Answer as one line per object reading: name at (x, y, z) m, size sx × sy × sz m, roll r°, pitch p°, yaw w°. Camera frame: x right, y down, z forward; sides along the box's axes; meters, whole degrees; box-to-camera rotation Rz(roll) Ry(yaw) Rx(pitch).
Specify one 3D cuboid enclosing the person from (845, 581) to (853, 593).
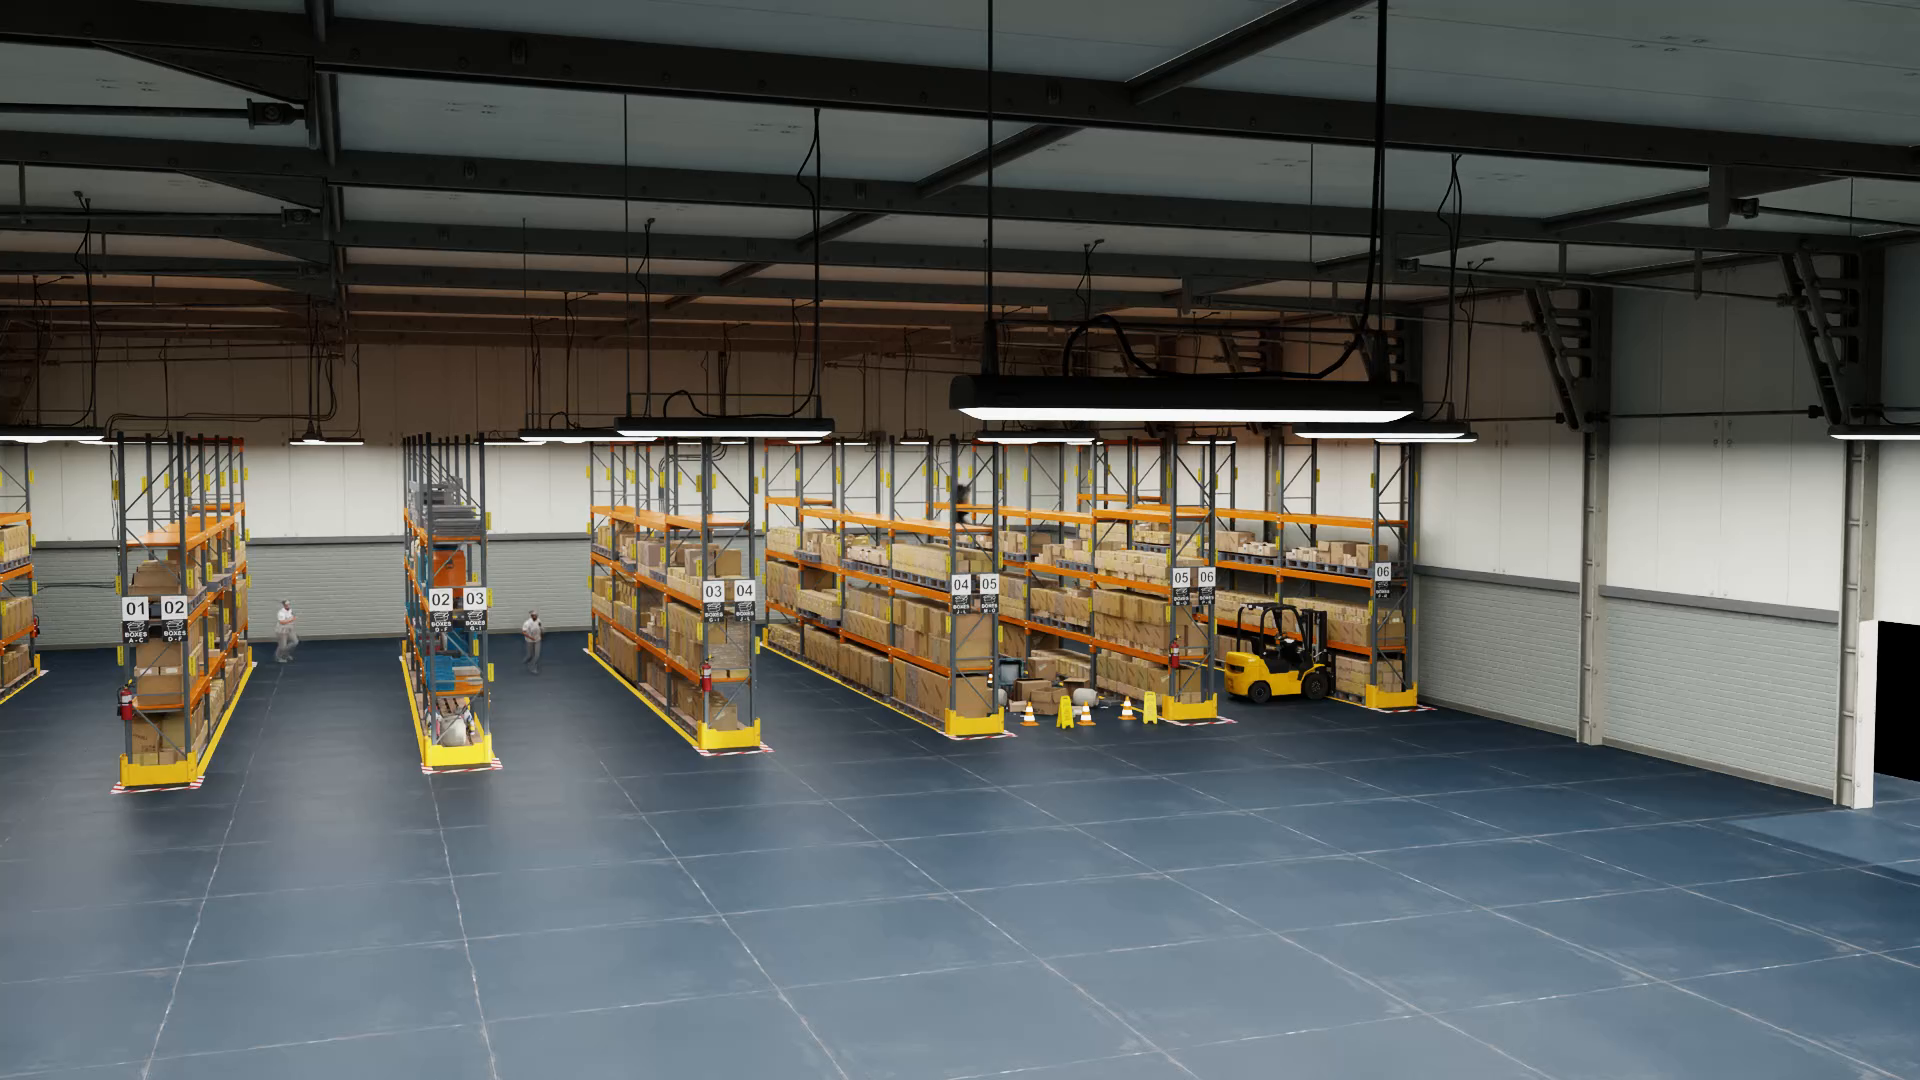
person at (-3.289, 2.104, 50.838) m, size 0.879 × 1.695 × 0.553 m, roll -2°, pitch 4°, yaw -30°

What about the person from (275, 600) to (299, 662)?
person at (-17.933, 2.427, 44.242) m, size 0.891 × 1.706 × 0.633 m, roll 1°, pitch 3°, yaw 21°

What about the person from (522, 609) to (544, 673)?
person at (-10.917, 2.568, 42.406) m, size 0.570 × 1.641 × 0.723 m, roll -2°, pitch 4°, yaw -37°
